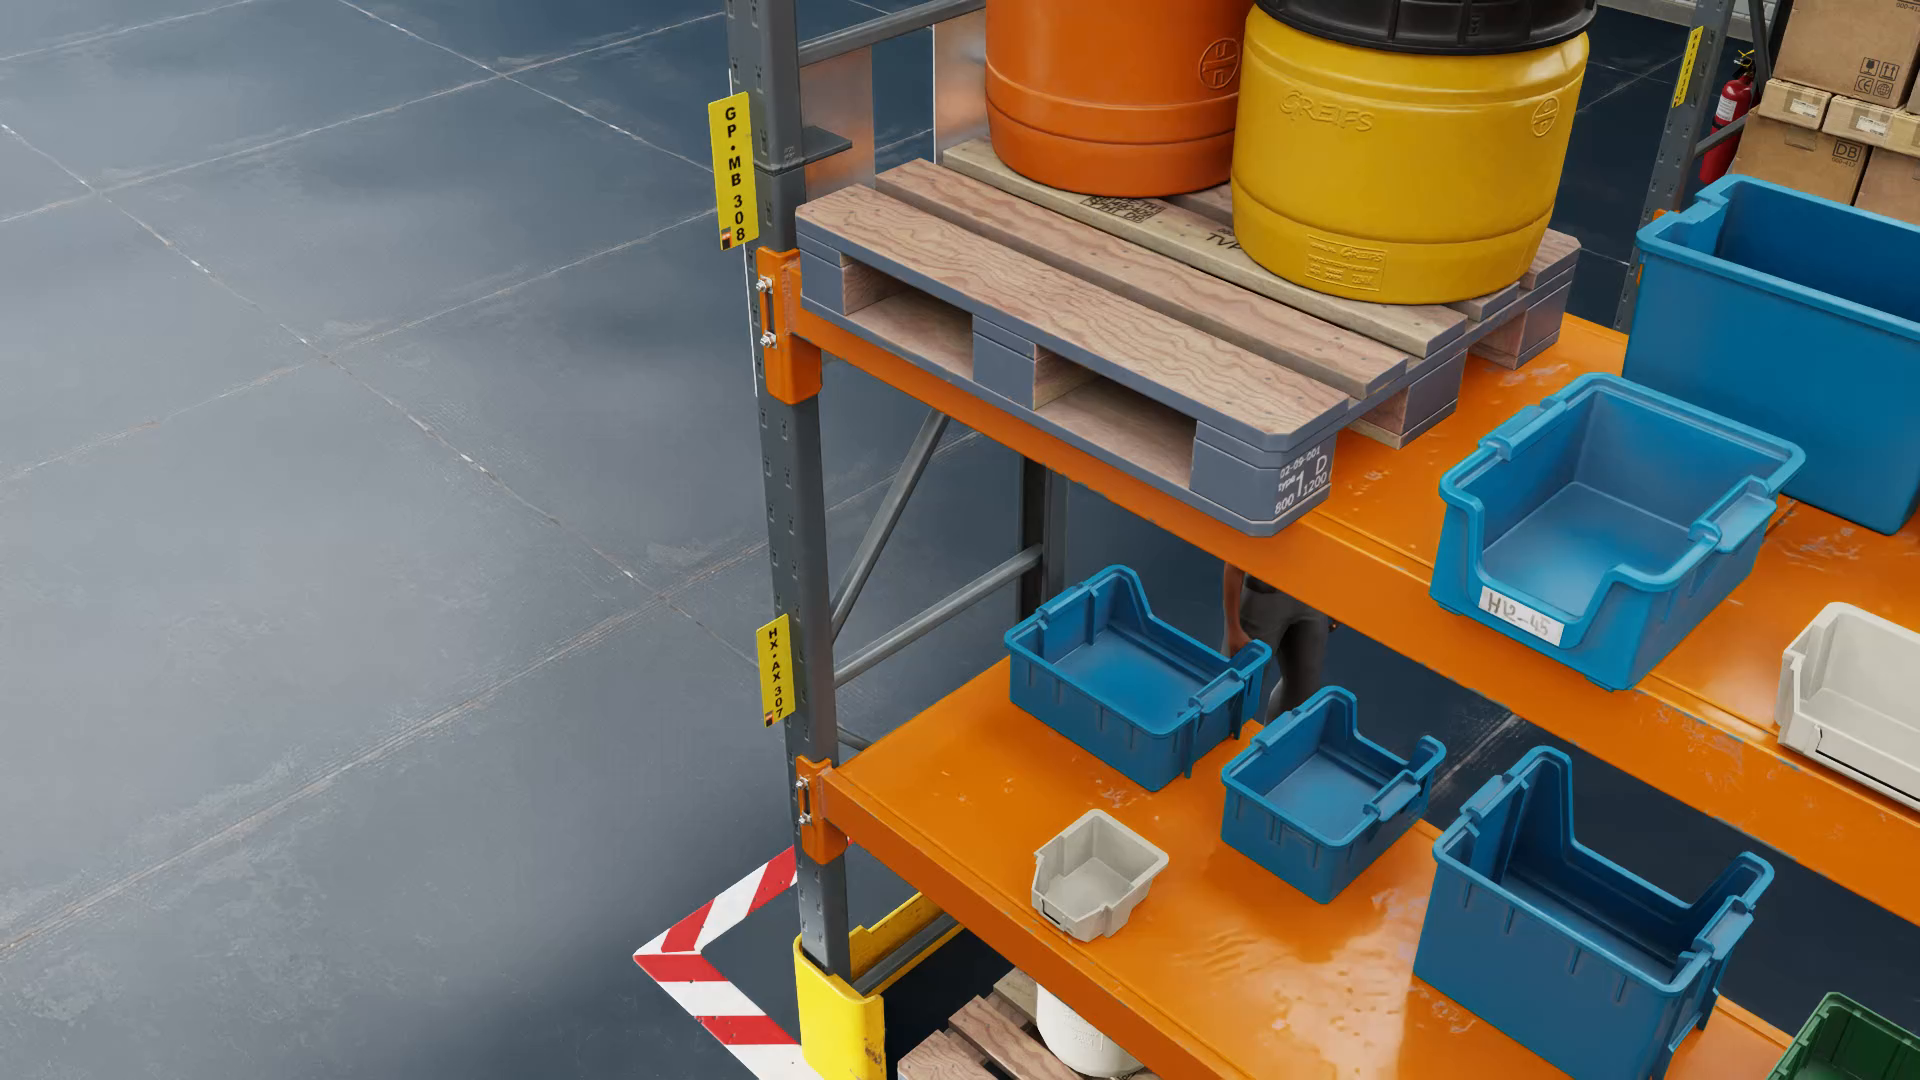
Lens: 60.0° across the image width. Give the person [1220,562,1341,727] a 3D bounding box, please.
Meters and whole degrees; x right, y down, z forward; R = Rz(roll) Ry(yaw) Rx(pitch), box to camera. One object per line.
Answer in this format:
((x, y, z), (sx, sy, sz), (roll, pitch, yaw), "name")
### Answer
((1.128, 0.256, 5.793), (0.527, 1.655, 0.394), (-17, 39, -22), "person")
